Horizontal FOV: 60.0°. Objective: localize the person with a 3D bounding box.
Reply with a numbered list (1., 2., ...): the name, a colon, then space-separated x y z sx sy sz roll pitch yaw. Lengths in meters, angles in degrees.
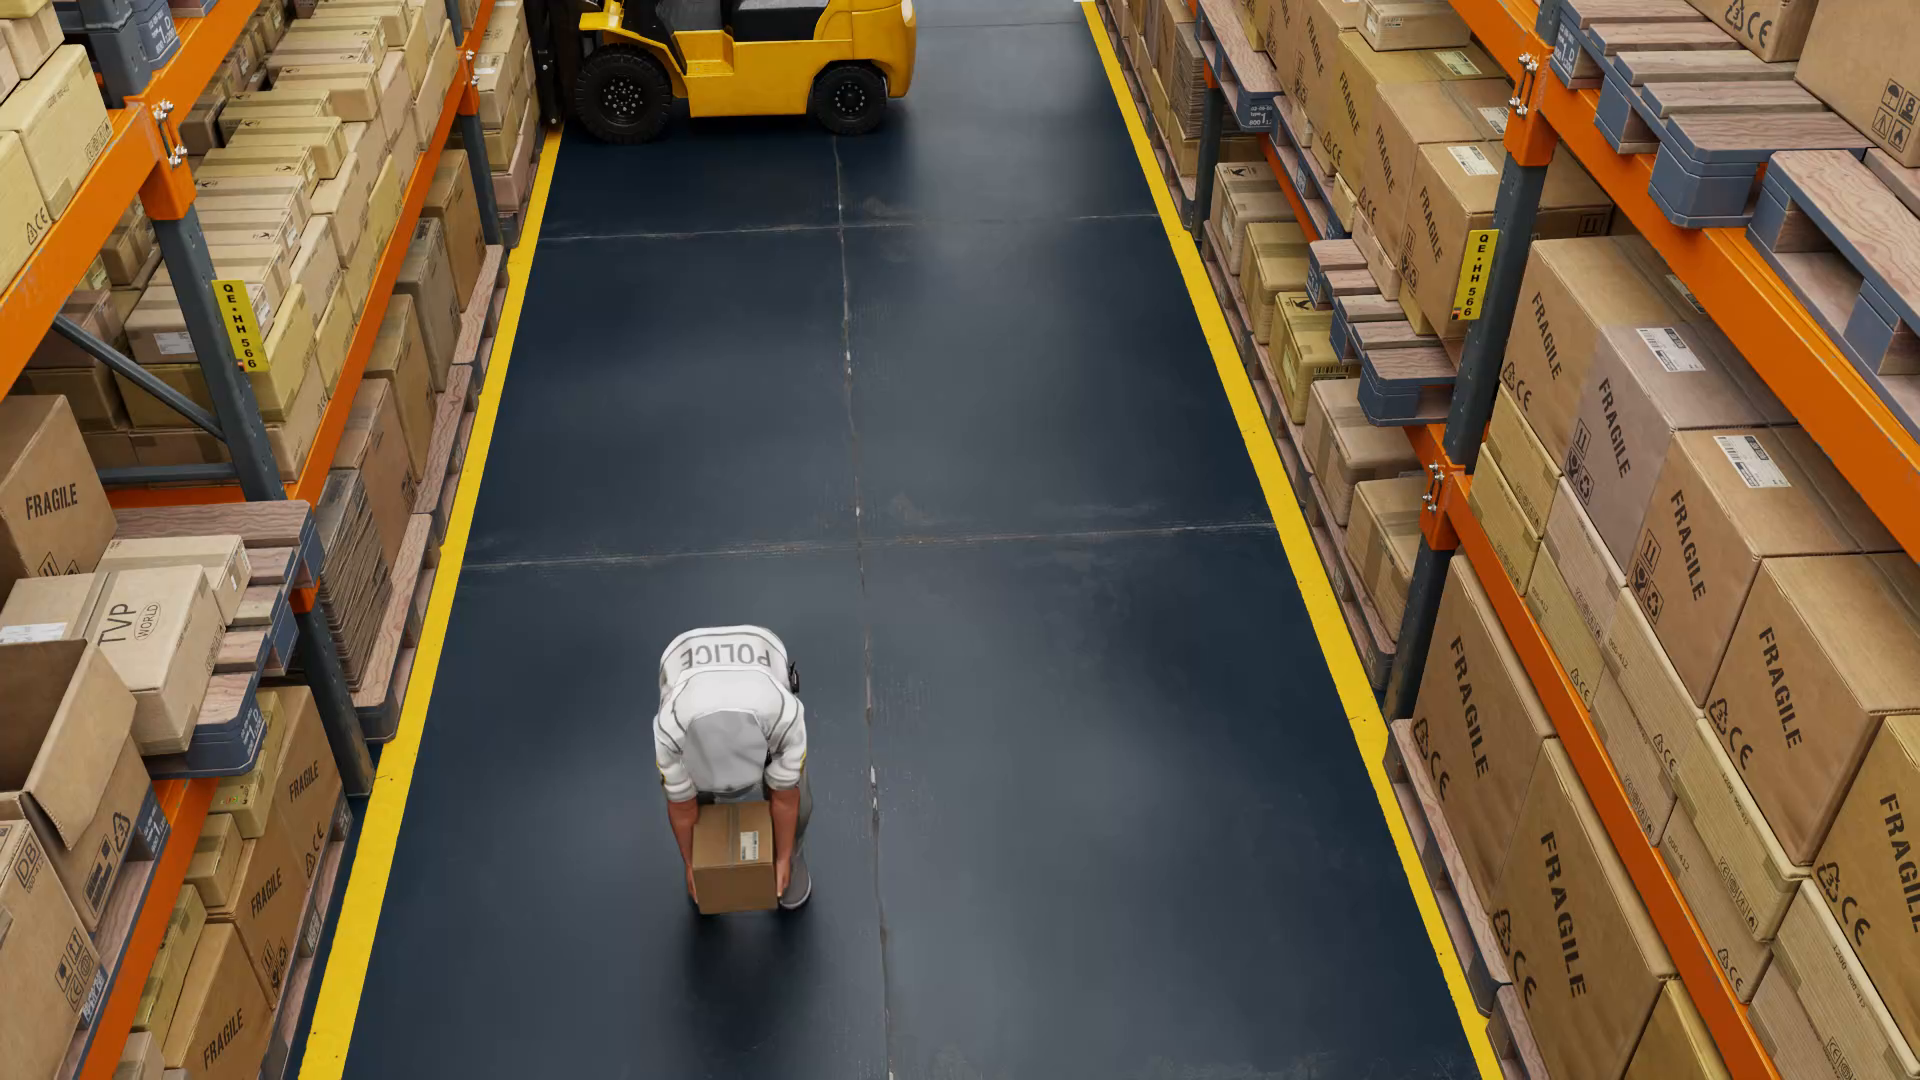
1. person: -0.733 0.832 5.448 0.494 1.341 0.987 -4 39 -5
